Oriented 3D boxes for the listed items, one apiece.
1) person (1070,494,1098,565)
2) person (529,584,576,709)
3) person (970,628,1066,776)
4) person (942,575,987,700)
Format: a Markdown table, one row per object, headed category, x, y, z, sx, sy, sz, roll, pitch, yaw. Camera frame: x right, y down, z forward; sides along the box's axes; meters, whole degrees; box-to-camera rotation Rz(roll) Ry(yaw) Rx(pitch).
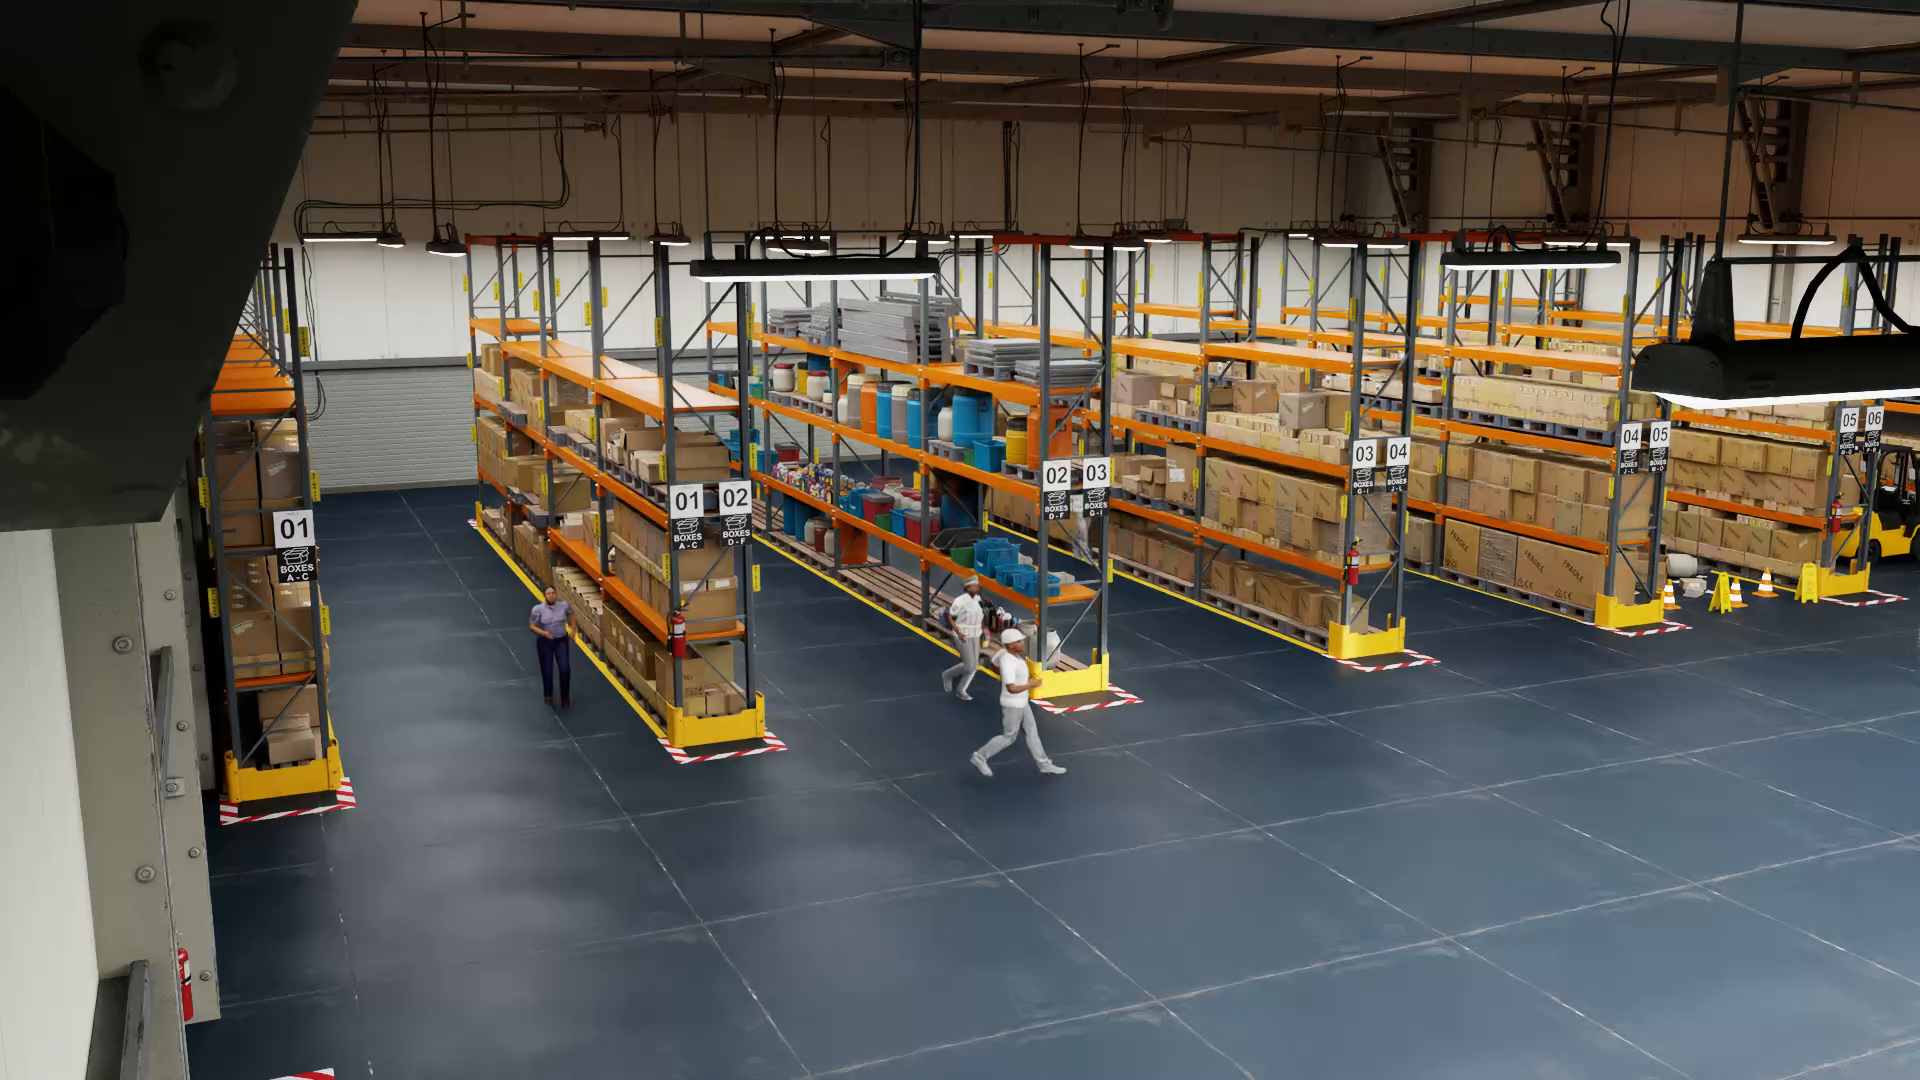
| category | x | y | z | sx | sy | sz | roll | pitch | yaw |
| --- | --- | --- | --- | --- | --- | --- | --- | --- | --- |
| person | 2.210 | -0.483 | 29.502 | 0.685 | 1.817 | 0.952 | -6 | 13 | -30 |
| person | -5.287 | 1.406 | 21.685 | 0.619 | 1.692 | 0.691 | -4 | 12 | -21 |
| person | 0.668 | 1.838 | 18.858 | 1.084 | 1.720 | 0.712 | 1 | 11 | 7 |
| person | 0.113 | 1.272 | 22.150 | 0.542 | 1.643 | 0.586 | 10 | 15 | 43 |
